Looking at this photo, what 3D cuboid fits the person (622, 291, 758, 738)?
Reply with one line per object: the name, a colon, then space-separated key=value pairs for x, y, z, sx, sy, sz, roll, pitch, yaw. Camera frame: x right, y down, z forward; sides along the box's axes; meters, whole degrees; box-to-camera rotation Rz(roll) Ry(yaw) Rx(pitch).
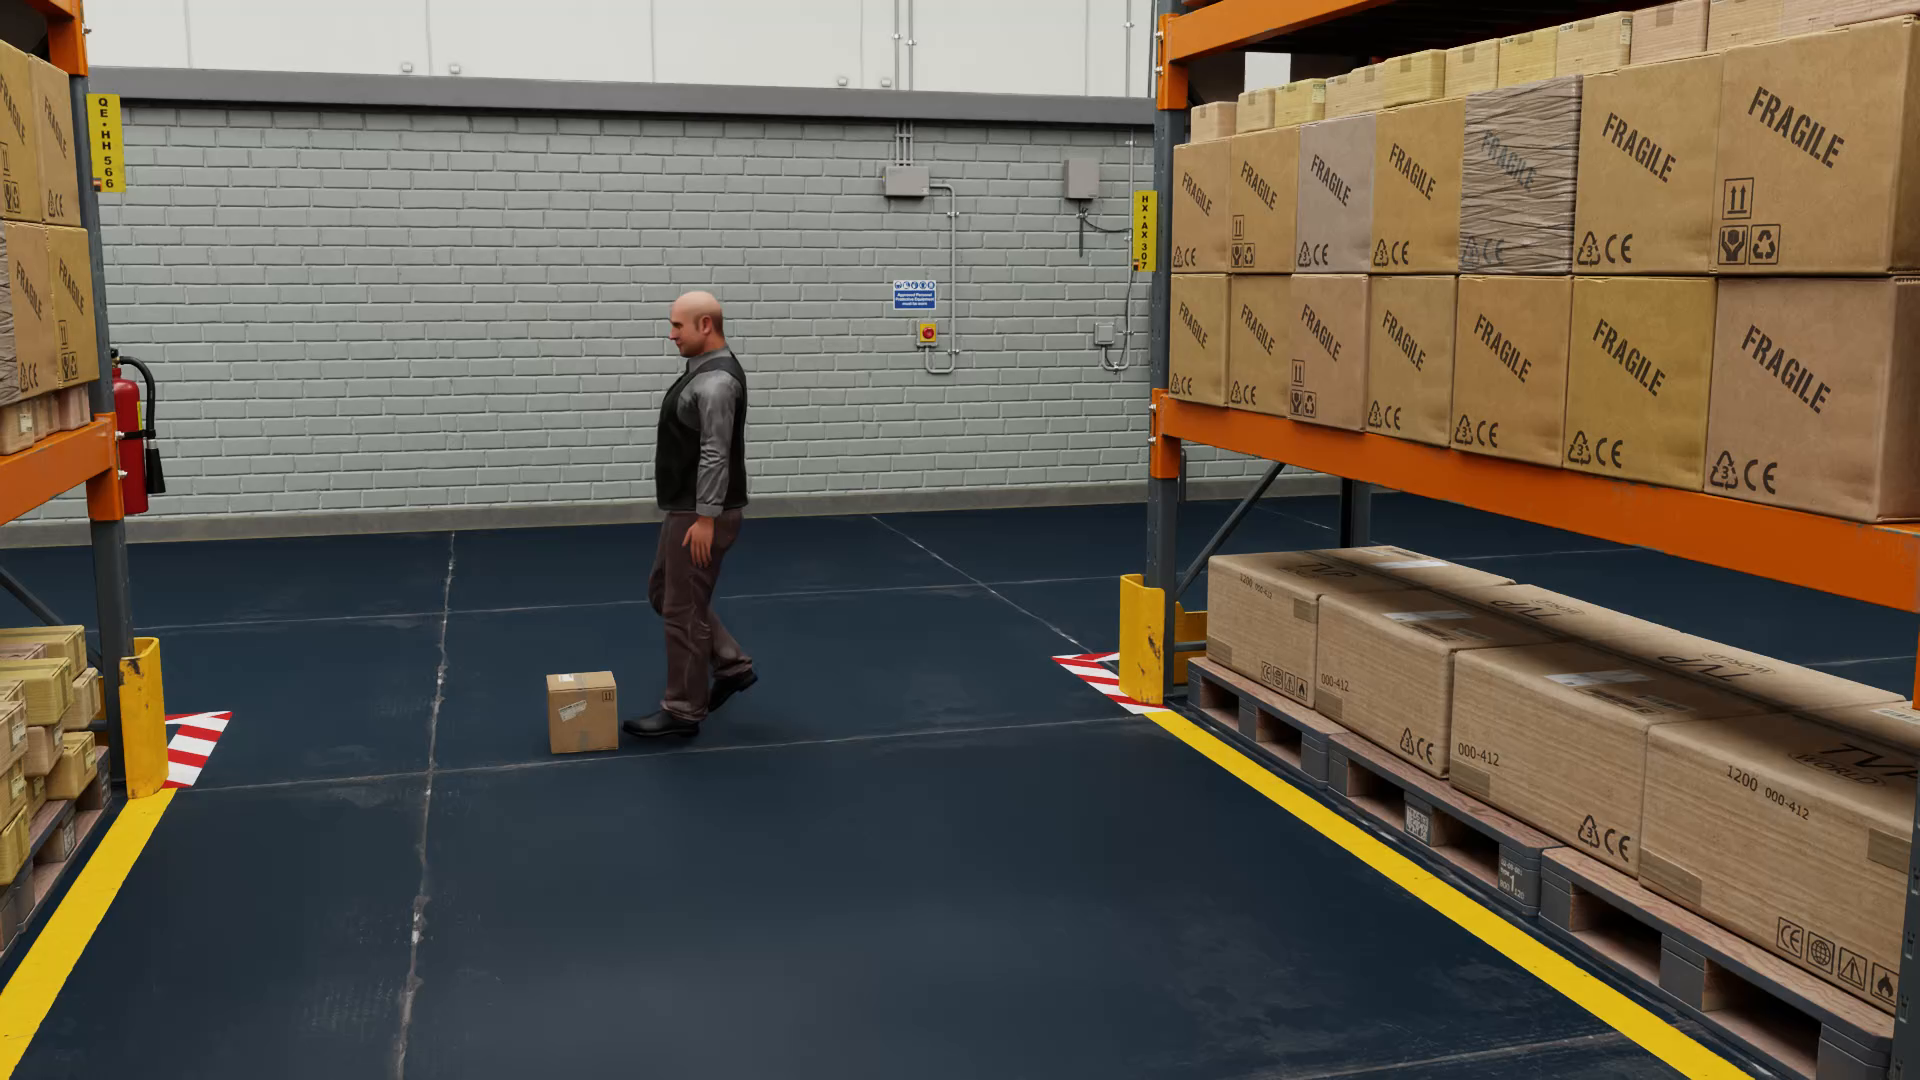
person: x=-1.058 y=-0.094 z=6.414 sx=0.532 sy=1.717 sz=0.561 roll=-1 pitch=9 yaw=-7
